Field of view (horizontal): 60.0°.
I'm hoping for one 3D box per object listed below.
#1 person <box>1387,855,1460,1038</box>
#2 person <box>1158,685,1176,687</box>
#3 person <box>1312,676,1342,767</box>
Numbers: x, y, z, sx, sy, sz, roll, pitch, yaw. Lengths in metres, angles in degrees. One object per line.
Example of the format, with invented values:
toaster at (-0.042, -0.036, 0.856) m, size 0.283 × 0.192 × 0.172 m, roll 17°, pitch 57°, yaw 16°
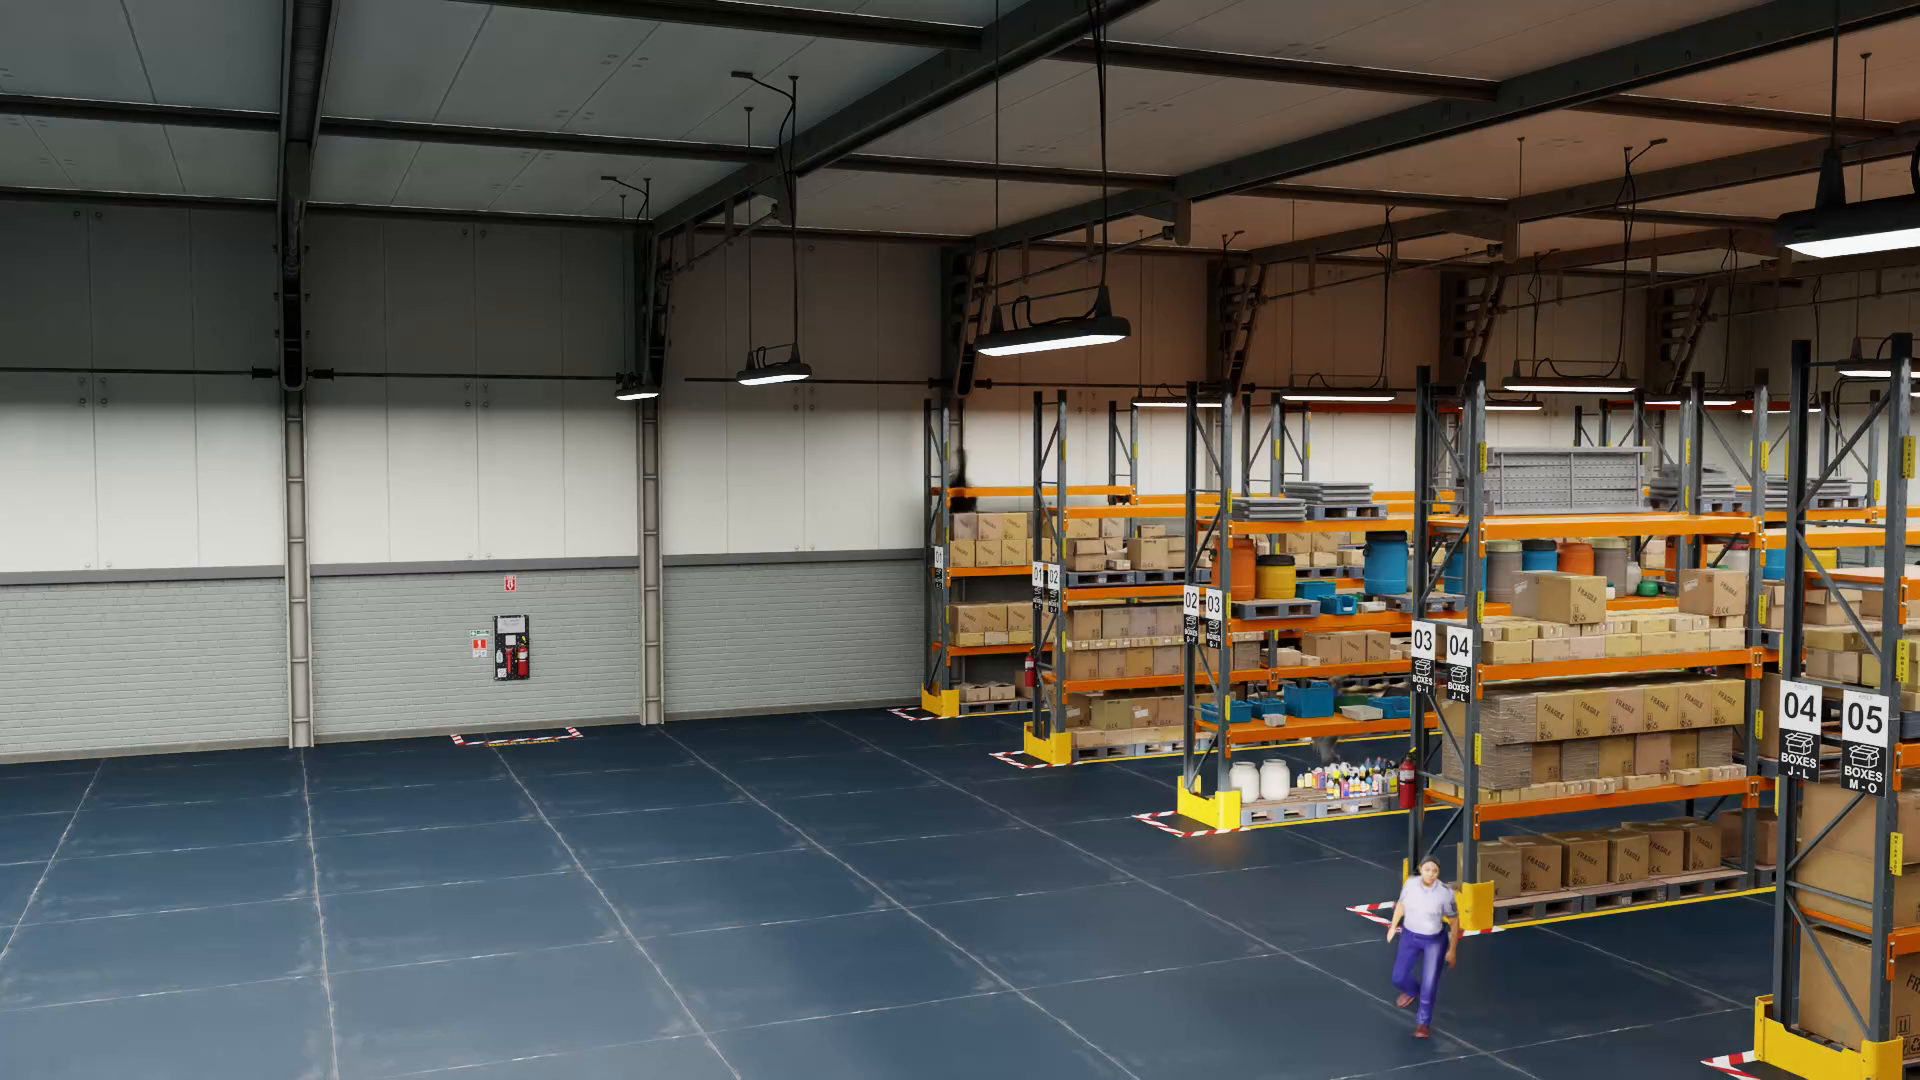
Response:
person at (4.100, 3.505, 14.642) m, size 0.669 × 1.588 × 0.662 m, roll 2°, pitch 4°, yaw 30°
person at (3.735, 2.561, 30.328) m, size 0.724 × 1.623 × 0.556 m, roll -1°, pitch 4°, yaw -21°
person at (5.691, 2.875, 25.403) m, size 0.520 × 1.611 × 0.618 m, roll -1°, pitch 4°, yaw -18°
